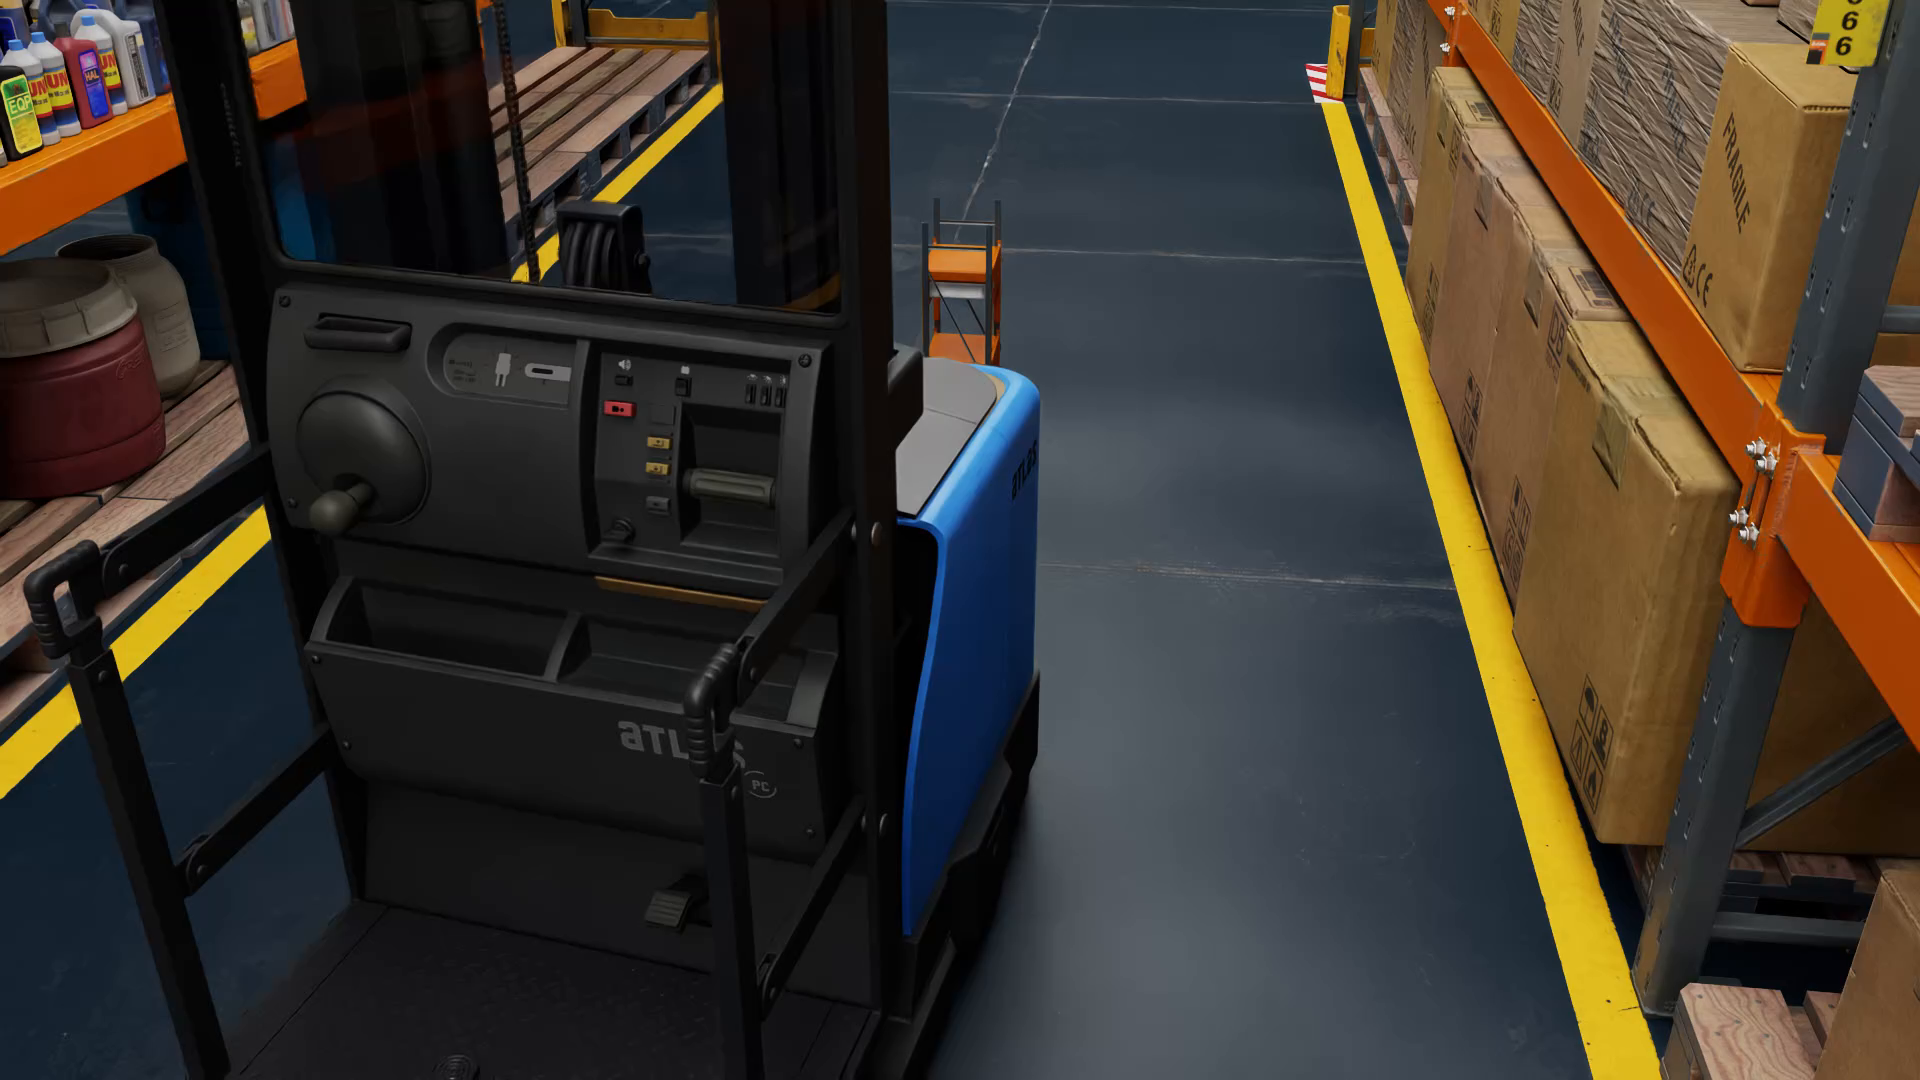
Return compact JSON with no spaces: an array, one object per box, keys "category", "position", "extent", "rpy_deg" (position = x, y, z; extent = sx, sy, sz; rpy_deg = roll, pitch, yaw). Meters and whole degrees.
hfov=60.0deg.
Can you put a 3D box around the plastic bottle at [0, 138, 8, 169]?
[{"category":"plastic bottle","position":[-2.517,-1.055,4.256],"extent":[0.097,0.201,0.097],"rpy_deg":[0,28,0]}]

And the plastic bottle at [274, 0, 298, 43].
[{"category":"plastic bottle","position":[-2.349,-1.839,5.632],"extent":[0.152,0.276,0.135],"rpy_deg":[3,28,6]}]

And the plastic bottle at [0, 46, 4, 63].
[{"category":"plastic bottle","position":[-3.014,-1.557,5.113],"extent":[0.097,0.271,0.097],"rpy_deg":[0,28,0]}]

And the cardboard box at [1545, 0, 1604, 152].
[{"category":"cardboard box","position":[1.916,-1.346,4.480],"extent":[0.500,0.500,0.500],"rpy_deg":[4,29,7]}]

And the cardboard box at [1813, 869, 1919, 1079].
[{"category":"cardboard box","position":[1.848,0.887,2.613],"extent":[0.700,0.500,0.500],"rpy_deg":[2,28,4]}]

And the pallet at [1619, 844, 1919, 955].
[{"category":"pallet","position":[2.082,0.524,4.054],"extent":[1.003,0.211,1.213],"rpy_deg":[3,28,6]}]

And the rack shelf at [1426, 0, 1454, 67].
[{"category":"rack shelf","position":[2.646,-2.844,8.125],"extent":[1.077,0.370,4.000],"rpy_deg":[3,28,6]}]

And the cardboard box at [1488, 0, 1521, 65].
[{"category":"cardboard box","position":[2.035,-1.825,5.369],"extent":[0.500,0.500,0.500],"rpy_deg":[3,28,6]}]

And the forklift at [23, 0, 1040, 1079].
[{"category":"forklift","position":[-0.713,-0.119,2.380],"extent":[1.130,2.935,3.031],"rpy_deg":[8,29,14]}]

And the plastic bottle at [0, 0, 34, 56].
[{"category":"plastic bottle","position":[-3.092,-1.712,5.396],"extent":[0.152,0.276,0.135],"rpy_deg":[3,28,6]}]

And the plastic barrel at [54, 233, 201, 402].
[{"category":"plastic barrel","position":[-2.843,-0.748,5.656],"extent":[0.421,0.512,0.421],"rpy_deg":[0,28,0]}]

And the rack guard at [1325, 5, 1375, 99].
[{"category":"rack guard","position":[2.894,-3.013,10.316],"extent":[1.175,0.500,0.348],"rpy_deg":[3,28,6]}]

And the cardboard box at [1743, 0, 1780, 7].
[{"category":"cardboard box","position":[2.099,-1.472,3.657],"extent":[0.797,0.503,0.637],"rpy_deg":[4,29,7]}]

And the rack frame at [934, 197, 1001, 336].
[{"category":"rack frame","position":[0.022,-0.545,5.154],"extent":[0.200,1.050,0.008],"rpy_deg":[3,28,6]}]

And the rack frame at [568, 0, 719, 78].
[{"category":"rack frame","position":[-2.025,-4.390,10.236],"extent":[1.000,3.000,0.127],"rpy_deg":[3,28,6]}]

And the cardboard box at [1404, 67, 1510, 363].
[{"category":"cardboard box","position":[2.342,-1.167,6.050],"extent":[1.225,0.875,0.875],"rpy_deg":[3,29,6]}]

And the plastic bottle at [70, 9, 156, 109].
[{"category":"plastic bottle","position":[-2.461,-1.408,4.831],"extent":[0.152,0.276,0.135],"rpy_deg":[3,28,6]}]

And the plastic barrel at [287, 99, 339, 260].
[{"category":"plastic barrel","position":[-2.599,-1.513,6.666],"extent":[0.600,0.901,0.708],"rpy_deg":[3,28,6]}]

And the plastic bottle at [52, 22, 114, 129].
[{"category":"plastic bottle","position":[-2.444,-1.299,4.622],"extent":[0.061,0.283,0.133],"rpy_deg":[3,28,6]}]

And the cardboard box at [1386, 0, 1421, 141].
[{"category":"cardboard box","position":[2.780,-2.618,8.744],"extent":[0.875,0.875,0.875],"rpy_deg":[3,28,6]}]

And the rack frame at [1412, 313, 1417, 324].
[{"category":"rack frame","position":[2.401,-2.219,6.207],"extent":[1.000,3.000,0.127],"rpy_deg":[3,28,6]}]

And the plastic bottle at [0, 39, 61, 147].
[{"category":"plastic bottle","position":[-2.489,-1.195,4.441],"extent":[0.097,0.271,0.097],"rpy_deg":[0,28,0]}]

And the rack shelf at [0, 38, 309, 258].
[{"category":"rack shelf","position":[-2.760,-1.249,5.165],"extent":[1.077,0.370,4.000],"rpy_deg":[3,28,6]}]

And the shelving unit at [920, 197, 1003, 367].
[{"category":"shelving unit","position":[0.007,-0.487,5.048],"extent":[0.215,1.050,0.252],"rpy_deg":[3,28,6]}]

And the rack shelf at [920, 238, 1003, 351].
[{"category":"rack shelf","position":[0.007,-0.728,4.918],"extent":[0.215,0.259,0.240],"rpy_deg":[3,28,6]}]

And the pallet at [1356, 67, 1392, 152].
[{"category":"pallet","position":[2.870,-2.494,9.656],"extent":[1.003,0.211,1.213],"rpy_deg":[3,28,6]}]

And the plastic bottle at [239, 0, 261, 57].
[{"category":"plastic bottle","position":[-2.353,-1.687,5.428],"extent":[0.097,0.201,0.097],"rpy_deg":[0,28,0]}]

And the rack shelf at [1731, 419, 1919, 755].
[{"category":"rack shelf","position":[1.665,0.922,1.135],"extent":[1.077,0.370,4.000],"rpy_deg":[3,28,6]}]

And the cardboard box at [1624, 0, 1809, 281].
[{"category":"cardboard box","position":[1.792,-0.862,3.581],"extent":[0.500,0.500,0.500],"rpy_deg":[3,28,6]}]

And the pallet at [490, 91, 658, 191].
[{"category":"pallet","position":[-2.316,-2.204,9.118],"extent":[1.003,0.211,1.213],"rpy_deg":[3,28,6]}]

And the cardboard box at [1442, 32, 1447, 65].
[{"category":"cardboard box","position":[2.561,-1.775,7.180],"extent":[0.875,0.875,0.875],"rpy_deg":[3,28,6]}]

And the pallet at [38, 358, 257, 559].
[{"category":"pallet","position":[-2.798,-0.343,5.664],"extent":[1.003,0.211,1.213],"rpy_deg":[3,28,6]}]

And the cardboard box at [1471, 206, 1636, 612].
[{"category":"cardboard box","position":[2.133,-0.329,4.495],"extent":[1.225,0.875,0.875],"rpy_deg":[3,29,6]}]

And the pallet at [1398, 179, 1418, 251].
[{"category":"pallet","position":[2.571,-1.345,7.524],"extent":[1.003,0.211,1.213],"rpy_deg":[3,28,6]}]

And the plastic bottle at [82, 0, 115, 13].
[{"category":"plastic bottle","position":[-2.912,-1.812,5.582],"extent":[0.152,0.276,0.135],"rpy_deg":[3,28,6]}]
